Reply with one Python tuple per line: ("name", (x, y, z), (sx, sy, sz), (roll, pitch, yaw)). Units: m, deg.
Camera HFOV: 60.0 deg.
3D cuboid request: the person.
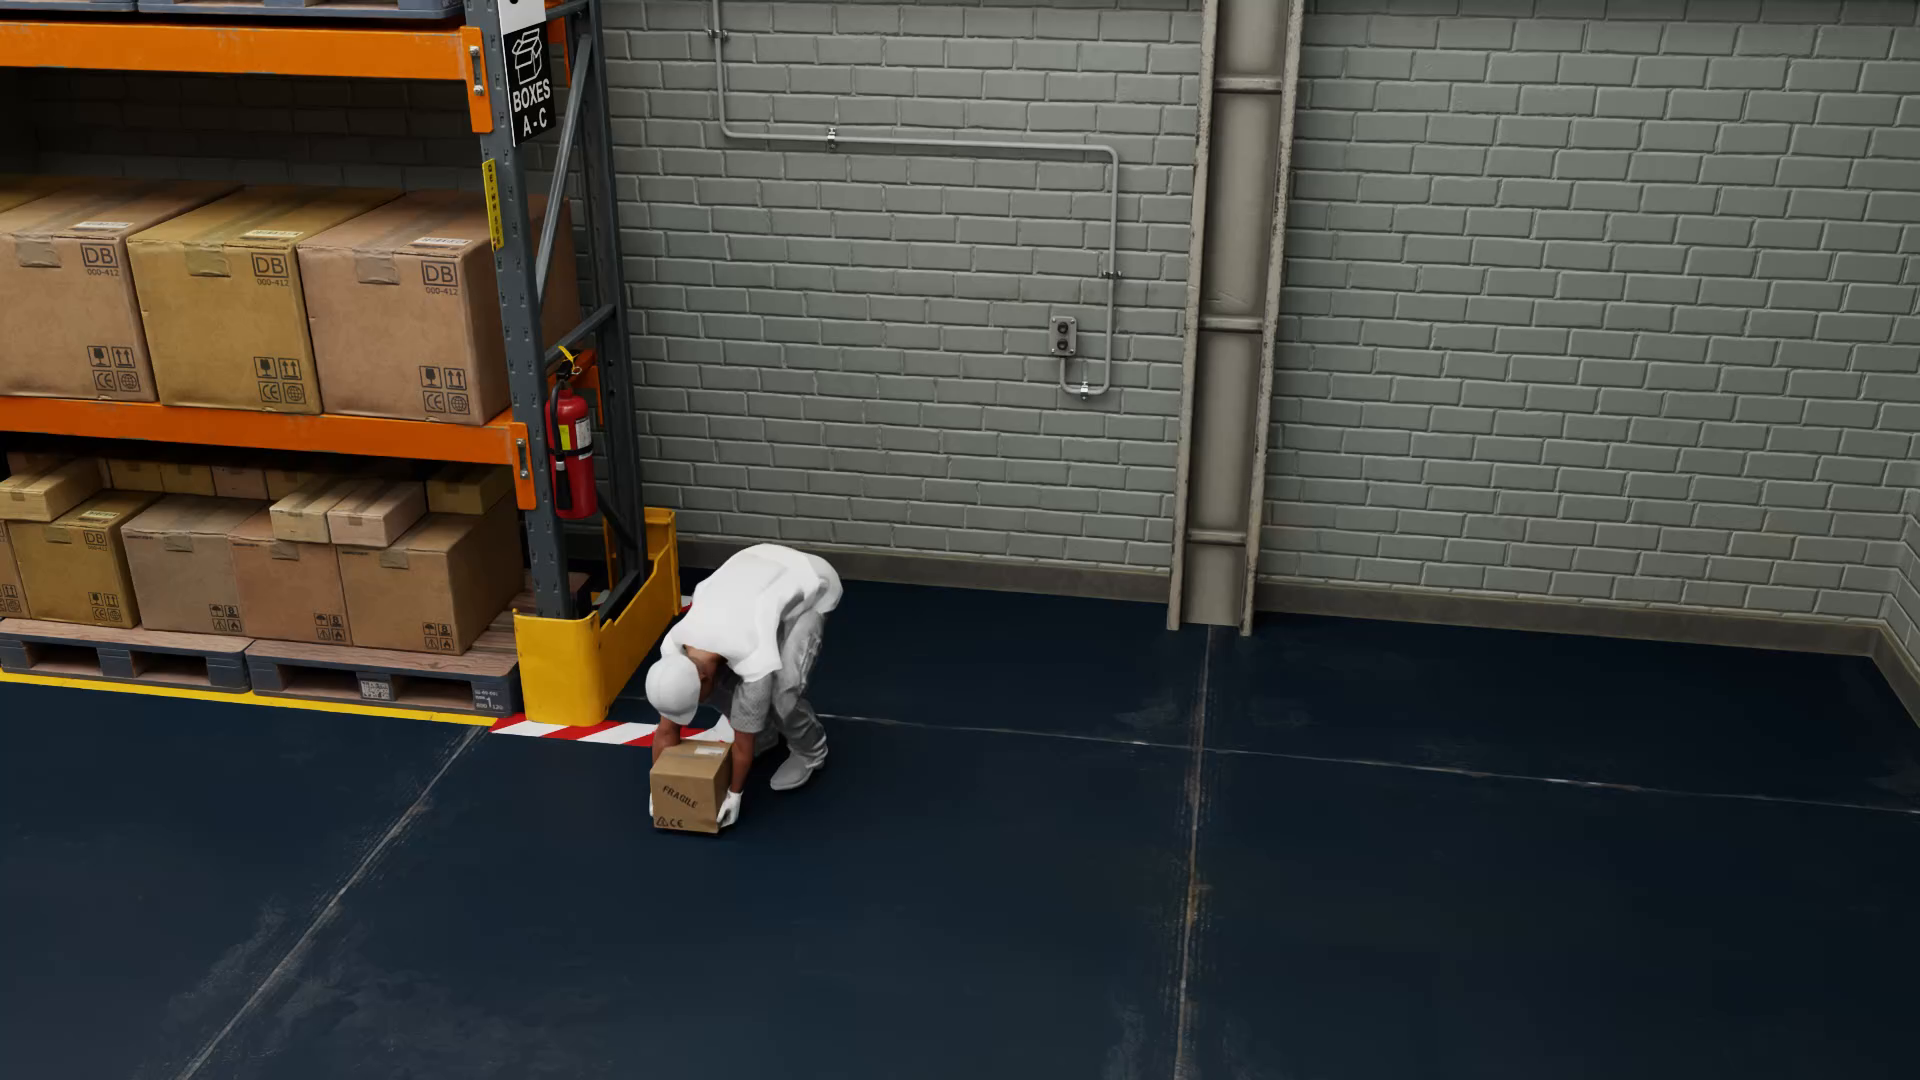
("person", (-0.839, 0.549, 6.405), (0.541, 0.932, 0.981), (16, 29, 31))
